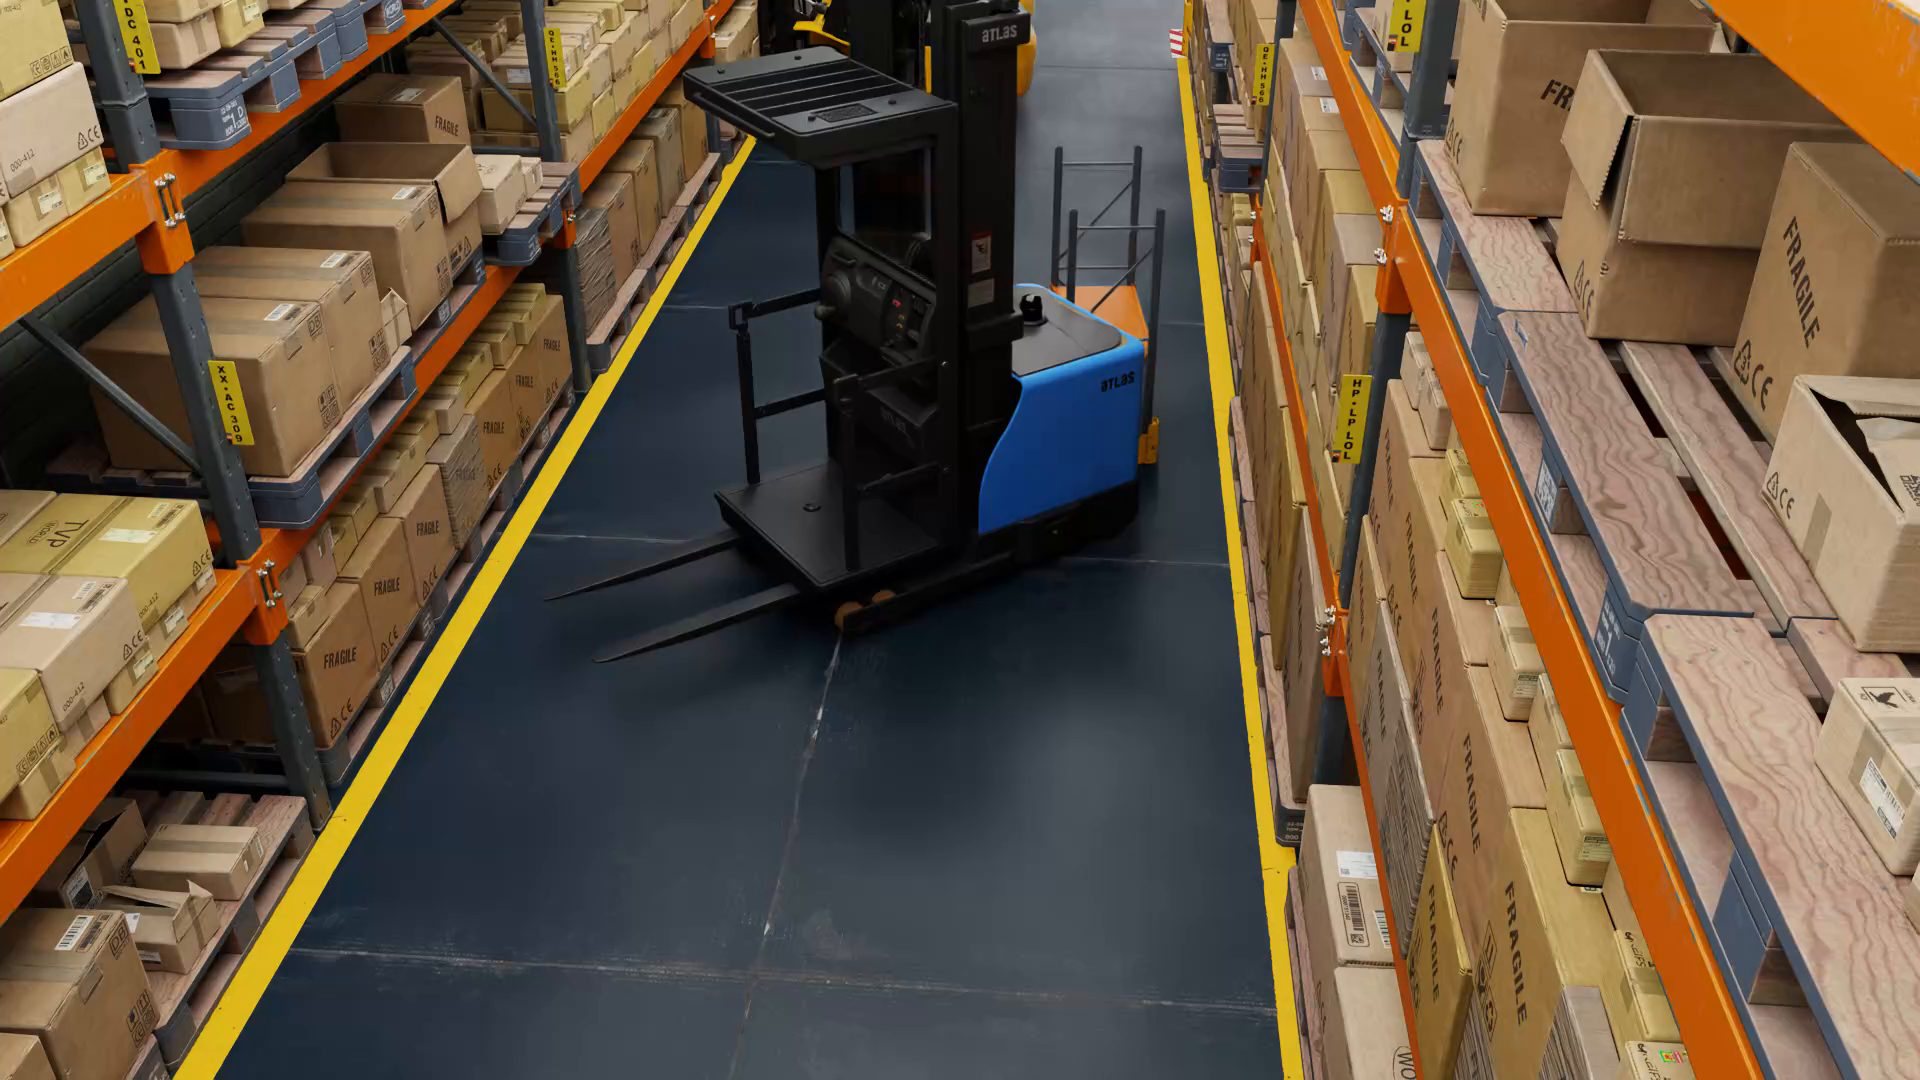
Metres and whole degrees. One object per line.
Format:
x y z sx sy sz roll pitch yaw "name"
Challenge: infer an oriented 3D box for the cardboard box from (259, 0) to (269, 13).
-2.706 -1.932 5.910 0.380 0.149 0.250 3 32 4 "cardboard box"

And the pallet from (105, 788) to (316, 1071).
-3.163 1.416 6.251 1.003 0.211 1.213 2 32 4 "pallet"

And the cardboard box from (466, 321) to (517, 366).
-2.625 -1.064 8.981 0.380 0.149 0.250 1 32 2 "cardboard box"

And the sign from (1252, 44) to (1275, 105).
1.626 -2.489 8.902 0.100 0.325 0.005 2 32 4 "sign"

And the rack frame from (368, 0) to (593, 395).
-2.780 -2.222 9.496 1.000 3.000 0.127 2 32 4 "rack frame"

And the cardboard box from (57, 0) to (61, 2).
-3.198 -1.810 5.429 0.380 0.149 0.250 2 32 3 "cardboard box"

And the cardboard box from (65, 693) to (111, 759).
-2.925 0.564 5.215 0.380 0.149 0.250 3 32 5 "cardboard box"

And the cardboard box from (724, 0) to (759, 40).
-2.022 -4.515 14.484 0.500 0.250 0.500 3 32 6 "cardboard box"

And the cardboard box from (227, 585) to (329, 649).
-2.811 0.303 6.764 0.380 0.149 0.250 4 32 6 "cardboard box"

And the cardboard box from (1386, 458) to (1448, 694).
1.514 0.114 4.658 0.500 0.500 0.500 2 32 3 "cardboard box"

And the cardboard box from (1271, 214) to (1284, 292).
1.853 -1.434 8.360 0.500 0.250 0.500 2 32 3 "cardboard box"

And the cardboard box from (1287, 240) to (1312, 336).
1.729 -1.112 7.361 0.500 0.250 0.500 3 32 5 "cardboard box"

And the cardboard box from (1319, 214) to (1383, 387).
1.663 -0.904 6.309 0.500 0.500 0.500 3 32 5 "cardboard box"

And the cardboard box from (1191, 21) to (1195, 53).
2.477 -4.793 15.890 0.500 0.250 0.500 2 32 4 "cardboard box"

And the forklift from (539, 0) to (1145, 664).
-0.563 -1.099 7.739 3.031 2.935 1.130 -20 37 -28 "forklift"

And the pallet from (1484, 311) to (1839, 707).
1.663 -0.096 3.272 1.003 0.211 1.213 2 32 4 "pallet"

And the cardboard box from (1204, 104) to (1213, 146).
2.273 -3.432 13.681 0.500 0.250 0.500 4 32 6 "cardboard box"

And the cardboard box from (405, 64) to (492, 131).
-3.021 -2.618 9.805 0.500 0.250 0.500 3 32 5 "cardboard box"

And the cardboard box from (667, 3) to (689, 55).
-2.270 -3.712 12.057 0.500 0.250 0.500 2 32 4 "cardboard box"

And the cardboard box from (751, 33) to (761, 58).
-2.016 -4.300 14.613 0.500 0.250 0.500 2 32 4 "cardboard box"

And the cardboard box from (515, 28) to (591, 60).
-2.445 -2.970 9.997 0.380 0.149 0.250 3 32 5 "cardboard box"

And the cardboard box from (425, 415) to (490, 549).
-2.715 -0.299 8.358 0.500 0.500 0.500 1 32 2 "cardboard box"

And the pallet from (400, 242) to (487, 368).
-2.934 -1.123 7.896 1.003 0.211 1.213 2 32 4 "pallet"

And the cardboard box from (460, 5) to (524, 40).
-2.914 -3.259 10.465 0.380 0.149 0.250 2 32 4 "cardboard box"

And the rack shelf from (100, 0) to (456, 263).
-2.943 -2.147 7.201 1.077 0.370 4.000 2 32 4 "rack shelf"

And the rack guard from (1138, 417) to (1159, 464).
0.825 -0.559 9.419 0.587 0.250 0.087 -1 32 -1 "rack guard"

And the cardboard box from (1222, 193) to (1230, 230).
2.398 -2.513 12.073 0.950 0.372 0.625 4 32 7 "cardboard box"

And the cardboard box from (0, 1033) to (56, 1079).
-3.036 1.813 4.931 0.500 0.500 0.500 3 32 5 "cardboard box"

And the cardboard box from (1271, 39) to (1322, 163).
1.883 -2.233 8.466 0.500 0.500 0.500 1 32 2 "cardboard box"

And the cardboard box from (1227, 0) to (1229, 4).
2.129 -3.957 11.532 0.500 0.500 0.500 3 32 4 "cardboard box"

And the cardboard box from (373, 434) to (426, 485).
-2.768 -0.383 7.876 0.380 0.149 0.250 4 32 6 "cardboard box"

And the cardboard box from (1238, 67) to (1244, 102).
1.922 -2.818 10.303 0.380 0.149 0.250 3 32 5 "cardboard box"

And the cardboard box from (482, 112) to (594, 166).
-2.500 -2.380 9.895 0.500 0.250 0.500 3 32 4 "cardboard box"

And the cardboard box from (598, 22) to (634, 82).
-2.398 -3.127 10.632 0.500 0.250 0.500 2 32 3 "cardboard box"

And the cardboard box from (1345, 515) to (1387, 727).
1.543 0.271 5.355 0.500 0.500 0.500 3 32 6 "cardboard box"

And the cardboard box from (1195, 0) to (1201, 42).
2.438 -4.827 15.229 0.500 0.500 0.500 1 32 2 "cardboard box"

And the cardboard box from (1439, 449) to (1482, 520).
1.492 -0.113 4.408 0.380 0.149 0.250 2 32 4 "cardboard box"

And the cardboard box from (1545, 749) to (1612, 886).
1.395 0.561 3.314 0.380 0.149 0.250 3 32 5 "cardboard box"

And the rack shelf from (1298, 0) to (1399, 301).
2.005 -1.937 6.860 1.077 0.370 4.000 2 32 4 "rack shelf"

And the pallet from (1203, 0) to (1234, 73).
2.286 -3.628 11.962 1.003 0.211 1.213 2 32 4 "pallet"

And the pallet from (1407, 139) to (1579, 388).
1.765 -0.732 4.304 1.003 0.211 1.213 2 32 4 "pallet"

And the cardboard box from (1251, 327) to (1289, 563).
1.952 -0.462 8.266 0.875 0.875 0.875 3 32 5 "cardboard box"

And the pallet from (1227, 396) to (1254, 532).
2.028 -0.416 9.223 1.003 0.211 1.213 2 32 4 "pallet"

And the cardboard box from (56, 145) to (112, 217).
-2.841 -1.100 5.056 0.380 0.149 0.250 2 32 4 "cardboard box"

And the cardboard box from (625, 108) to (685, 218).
-2.557 -2.803 12.302 0.875 0.625 0.625 2 32 3 "cardboard box"

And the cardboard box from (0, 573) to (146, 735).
-2.930 0.346 5.189 0.500 0.250 0.500 3 32 4 "cardboard box"

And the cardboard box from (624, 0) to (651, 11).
-2.280 -3.633 11.072 0.380 0.149 0.250 2 32 3 "cardboard box"

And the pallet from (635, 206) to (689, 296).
-2.572 -2.100 11.956 1.003 0.211 1.213 2 32 4 "pallet"

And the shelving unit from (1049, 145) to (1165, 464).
0.812 -1.353 9.514 0.587 1.500 1.083 -1 32 -1 "shelving unit"

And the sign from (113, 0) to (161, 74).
-2.564 -1.608 5.149 0.100 0.325 0.005 2 32 4 "sign"

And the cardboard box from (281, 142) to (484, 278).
-2.729 -1.583 7.961 0.797 0.503 0.637 2 32 3 "cardboard box"

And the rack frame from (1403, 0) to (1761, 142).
1.842 -2.474 4.188 1.000 3.000 0.127 2 32 4 "rack frame"

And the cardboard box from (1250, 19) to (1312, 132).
1.927 -2.609 9.346 0.500 0.500 0.500 2 32 3 "cardboard box"

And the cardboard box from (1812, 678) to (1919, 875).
1.417 0.318 2.260 0.380 0.149 0.250 0 32 0 "cardboard box"

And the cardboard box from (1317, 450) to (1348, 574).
1.627 -0.102 6.199 0.500 0.250 0.500 2 32 3 "cardboard box"
